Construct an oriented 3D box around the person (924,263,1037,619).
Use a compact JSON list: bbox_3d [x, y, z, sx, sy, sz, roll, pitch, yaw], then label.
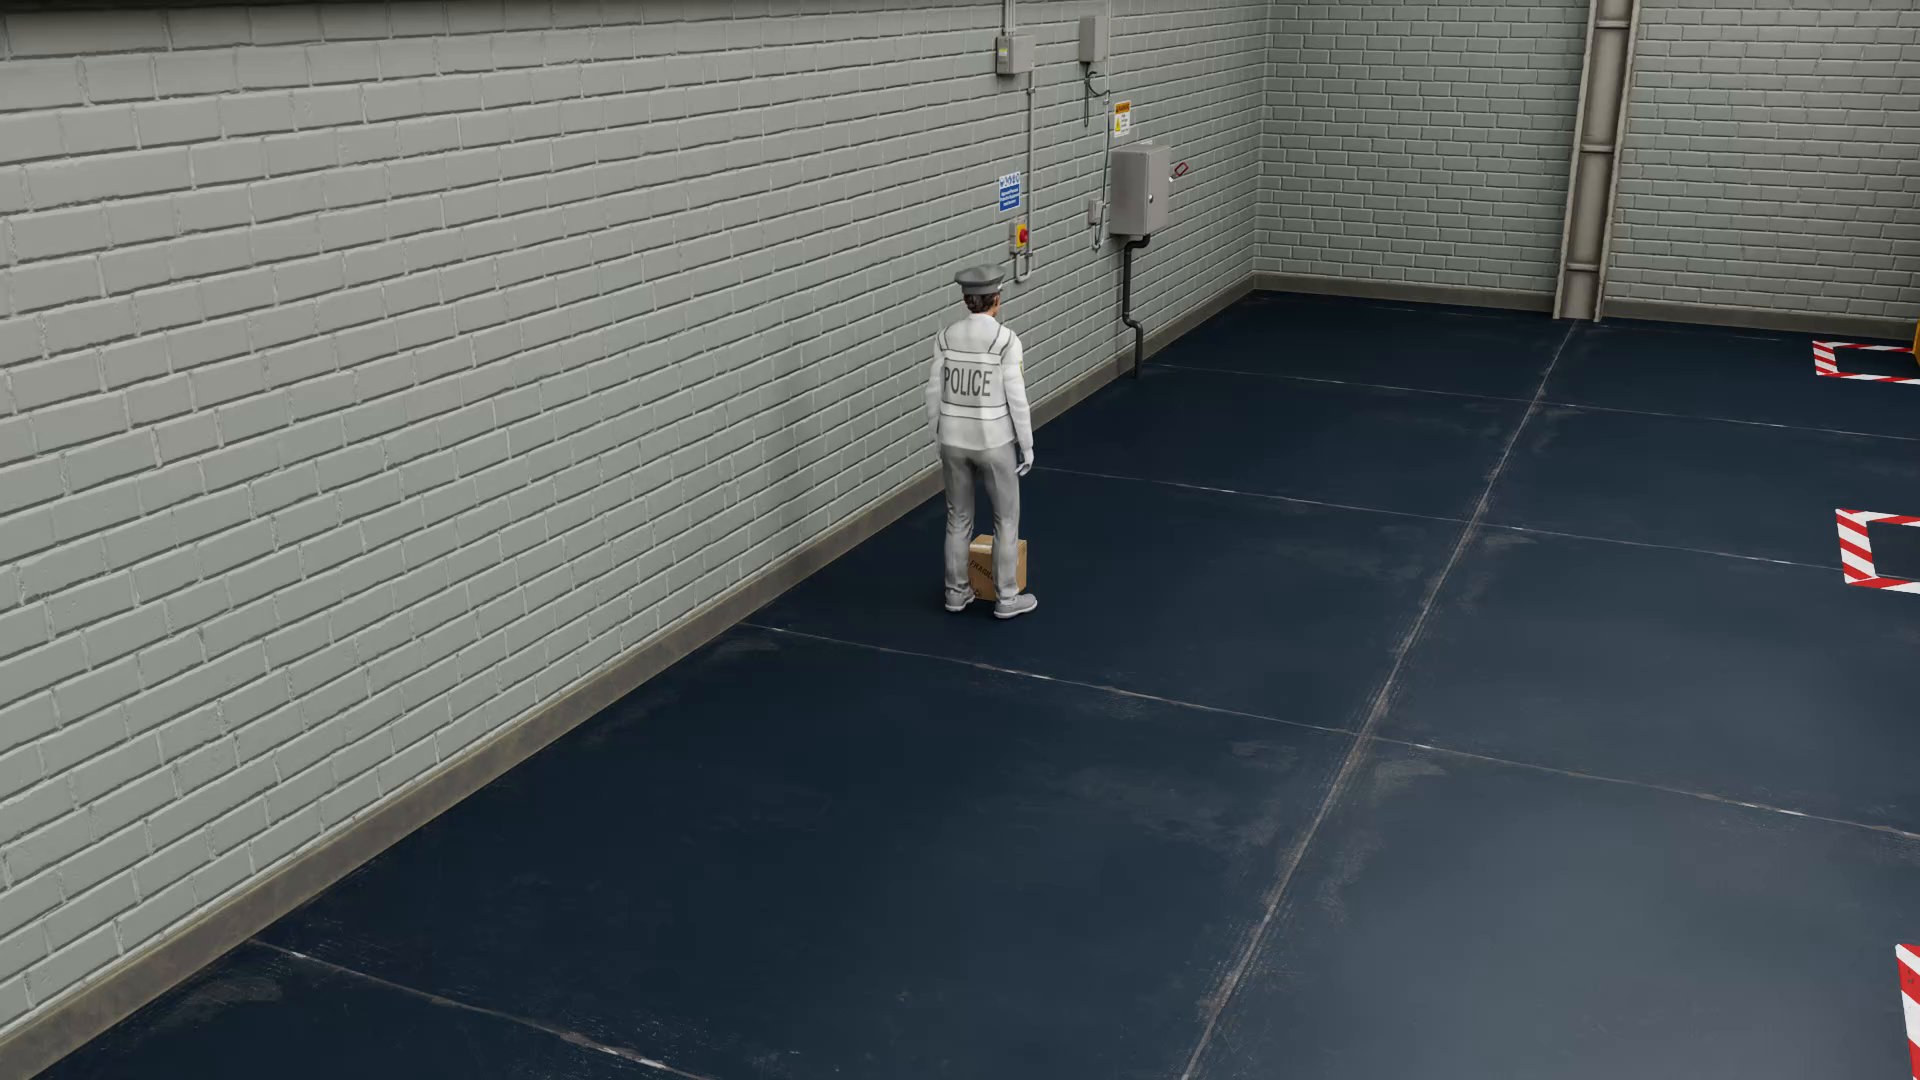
[{"bbox_3d":[0.094,-0.450,7.856,0.530,1.663,0.372,9,21,23],"label":"person"}]
